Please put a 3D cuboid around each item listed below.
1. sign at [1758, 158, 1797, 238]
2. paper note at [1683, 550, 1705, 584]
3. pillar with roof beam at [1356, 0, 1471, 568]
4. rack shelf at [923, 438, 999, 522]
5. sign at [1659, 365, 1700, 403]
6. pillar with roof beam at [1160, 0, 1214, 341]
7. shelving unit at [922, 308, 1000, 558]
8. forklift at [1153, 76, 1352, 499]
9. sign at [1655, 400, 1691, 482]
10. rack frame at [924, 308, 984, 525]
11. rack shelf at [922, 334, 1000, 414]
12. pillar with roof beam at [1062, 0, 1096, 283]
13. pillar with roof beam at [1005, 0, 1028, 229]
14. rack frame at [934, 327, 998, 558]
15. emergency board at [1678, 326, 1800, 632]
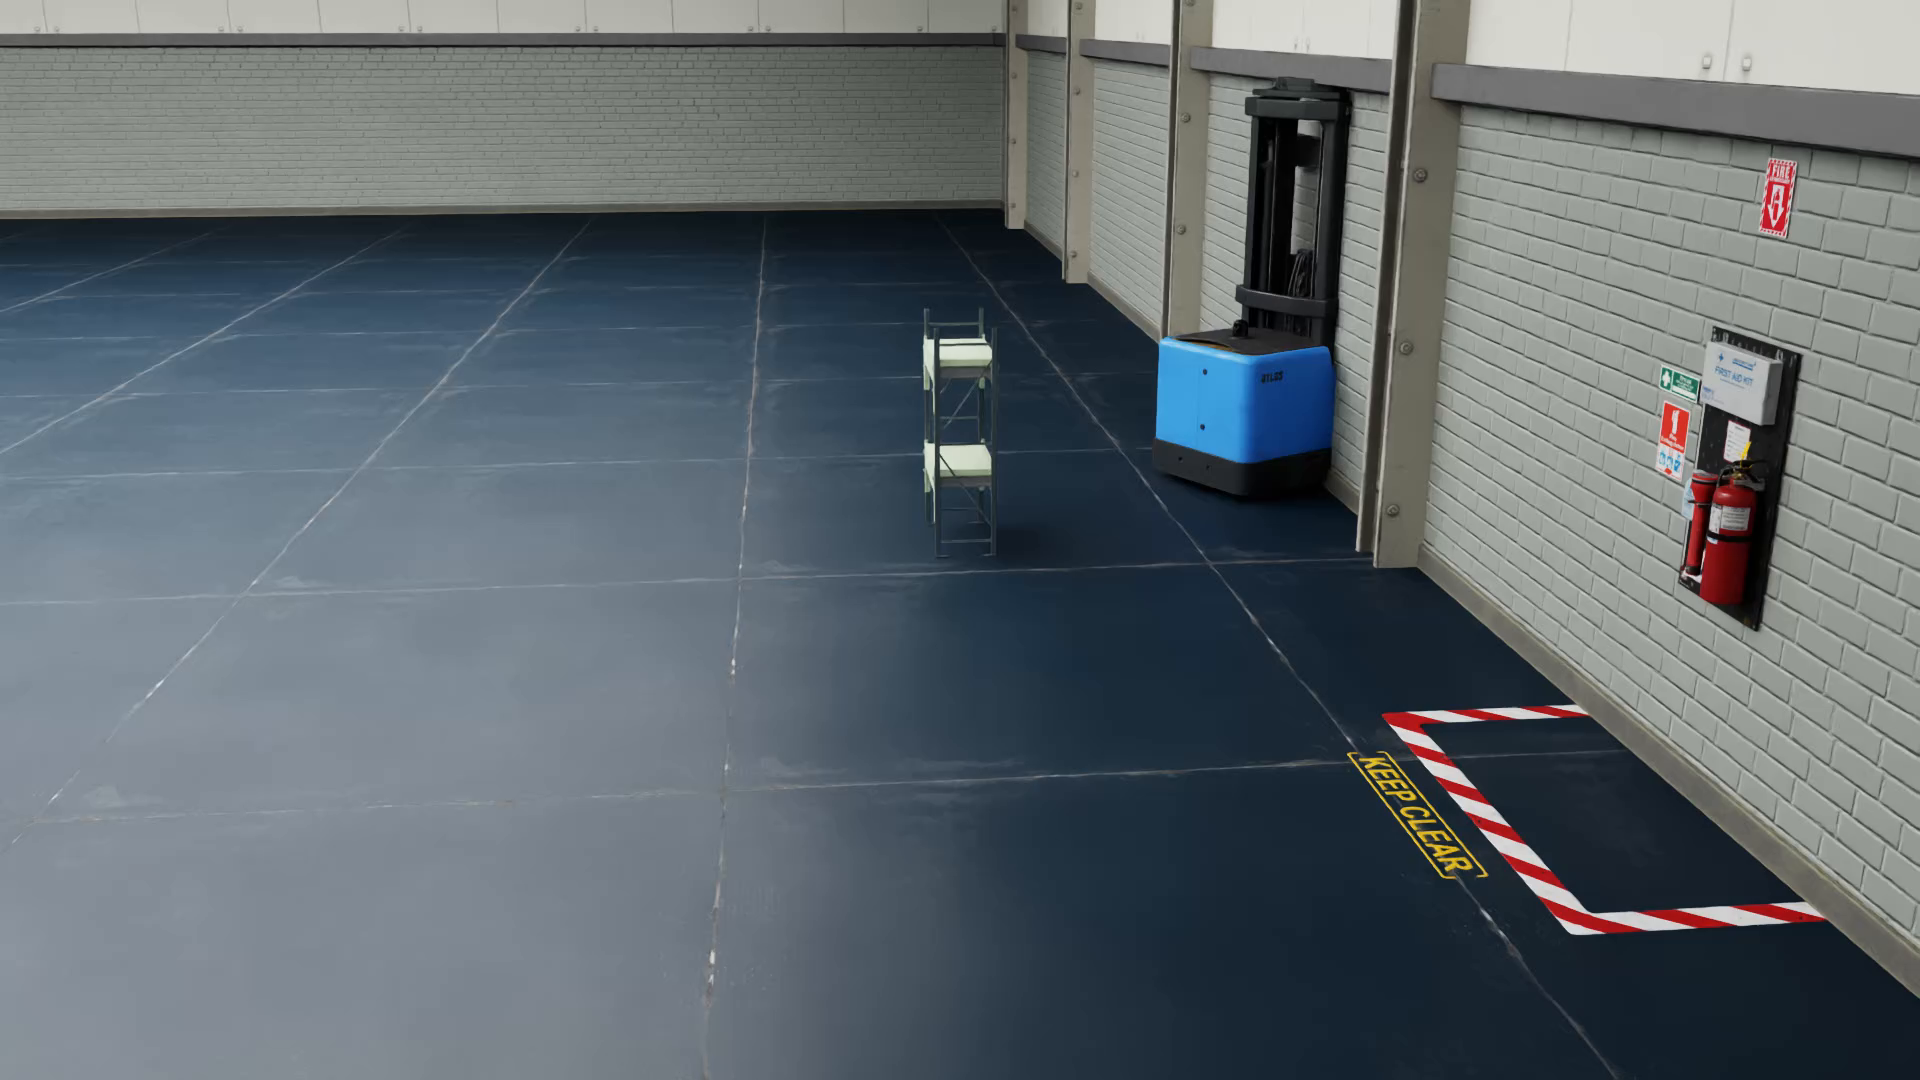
[{"bbox_3d":[3.285,-1.376,6.683,0.001,0.298,0.199,-2,18,-6],"label":"sign"},{"bbox_3d":[3.237,0.101,7.320,0.016,0.148,0.142,-2,18,-6],"label":"paper note"},{"bbox_3d":[-1.497,-4.044,9.036,9.100,9.000,0.400,-2,18,-6],"label":"pillar with roof beam"},{"bbox_3d":[-0.001,-0.407,11.056,0.431,0.370,0.720,-2,18,-6],"label":"rack shelf"},{"bbox_3d":[3.224,-0.701,7.458,0.001,0.109,0.331,-2,18,-6],"label":"sign"},{"bbox_3d":[-2.116,-5.832,14.730,9.100,9.000,0.400,-2,18,-6],"label":"pillar with roof beam"},{"bbox_3d":[-0.001,-0.718,10.959,0.431,1.500,0.755,-2,18,-6],"label":"shelving unit"},{"bbox_3d":[2.971,-2.023,12.729,3.031,2.935,1.130,-12,21,-33],"label":"forklift"},{"bbox_3d":[3.232,-0.450,7.543,0.001,0.329,0.234,-2,18,-6],"label":"sign"},{"bbox_3d":[-0.038,-0.827,11.306,0.400,1.500,0.023,-2,18,-6],"label":"rack frame"},{"bbox_3d":[-0.001,-1.090,10.842,0.431,0.370,0.720,-2,18,-6],"label":"rack shelf"},{"bbox_3d":[-2.735,-7.620,20.424,9.100,9.000,0.400,-2,18,-6],"label":"pillar with roof beam"},{"bbox_3d":[-3.354,-9.407,26.118,9.100,9.000,0.400,-2,18,-6],"label":"pillar with roof beam"},{"bbox_3d":[0.037,-0.609,10.611,0.400,1.500,0.023,-2,18,-6],"label":"rack frame"},{"bbox_3d":[3.187,-0.265,7.013,0.194,1.169,0.643,-2,18,-6],"label":"emergency board"}]
